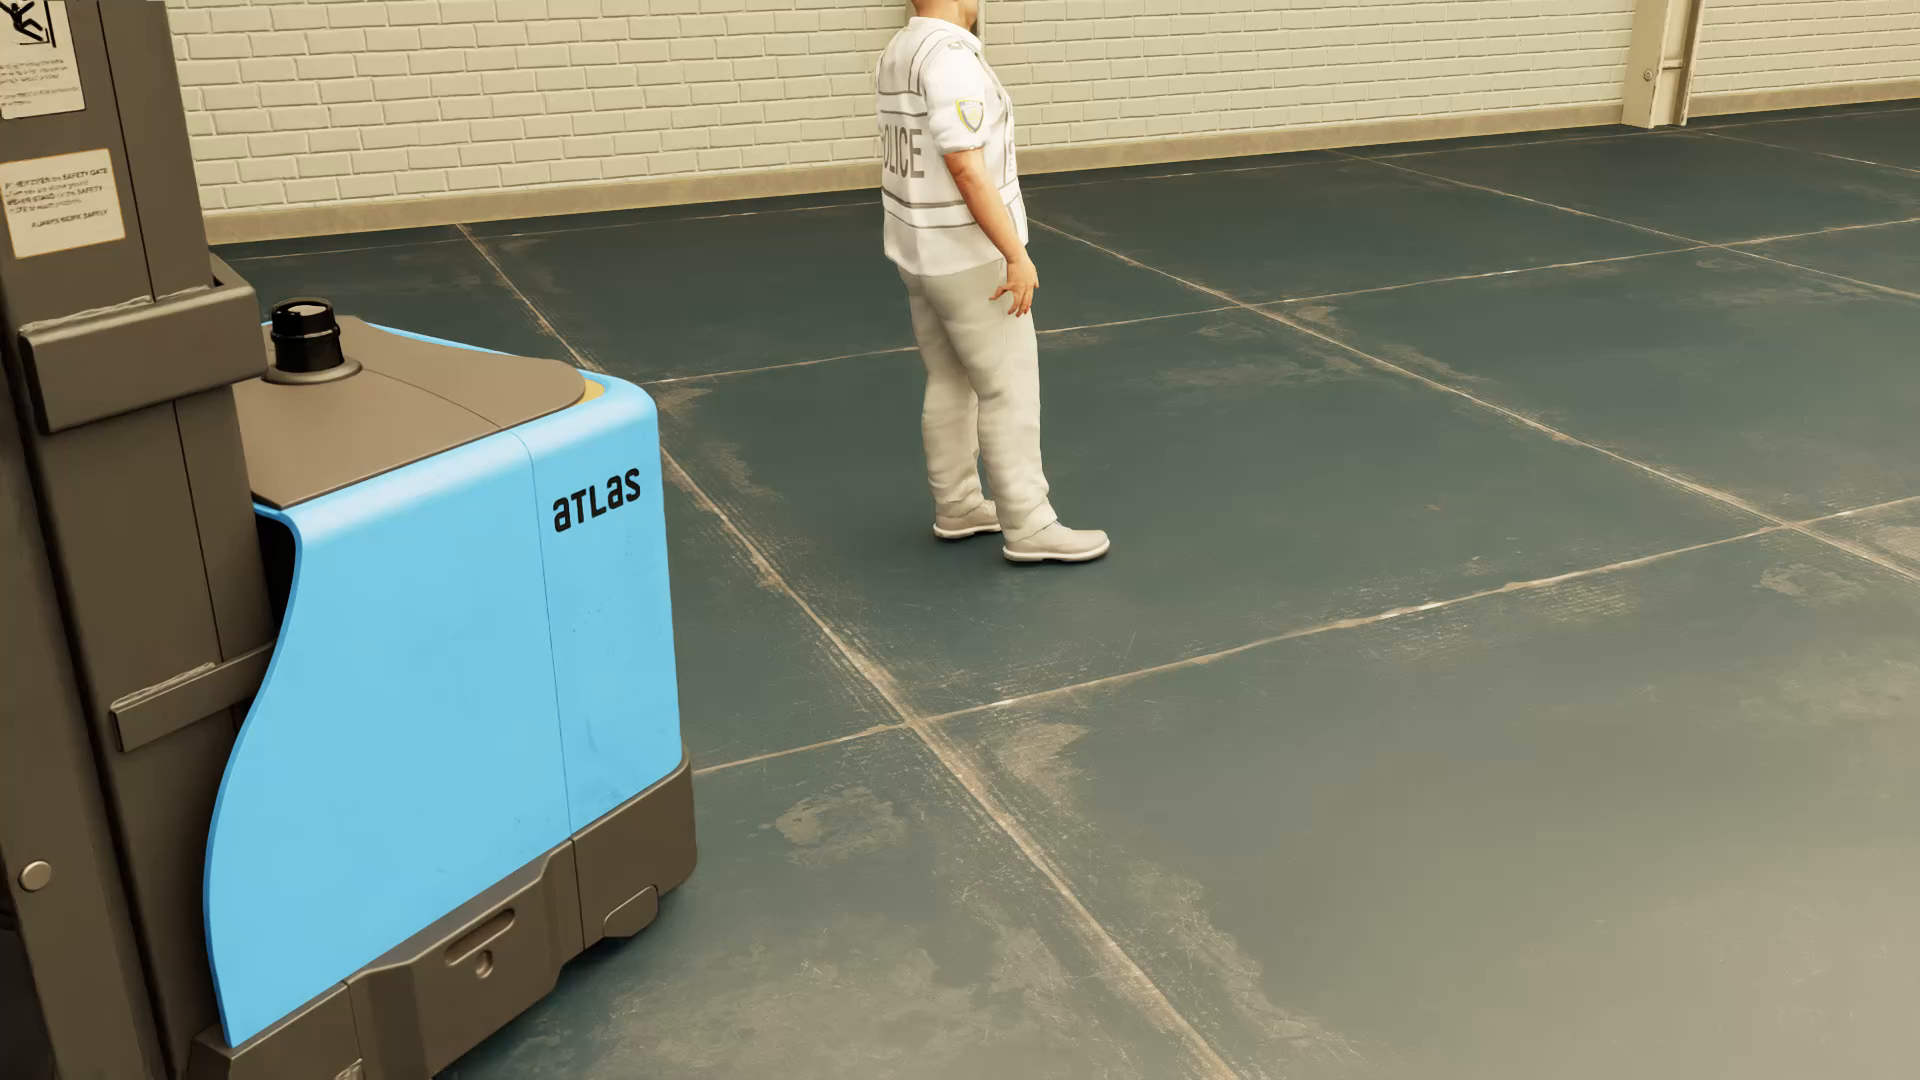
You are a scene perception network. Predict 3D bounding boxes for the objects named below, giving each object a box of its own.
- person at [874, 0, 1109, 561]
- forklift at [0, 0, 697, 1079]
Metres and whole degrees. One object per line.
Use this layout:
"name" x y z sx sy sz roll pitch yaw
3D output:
"person" 0.076 -0.838 4.783 0.574 1.778 0.641 -10 25 -23
"forklift" -1.758 -0.271 1.938 1.130 2.935 3.031 14 26 30
